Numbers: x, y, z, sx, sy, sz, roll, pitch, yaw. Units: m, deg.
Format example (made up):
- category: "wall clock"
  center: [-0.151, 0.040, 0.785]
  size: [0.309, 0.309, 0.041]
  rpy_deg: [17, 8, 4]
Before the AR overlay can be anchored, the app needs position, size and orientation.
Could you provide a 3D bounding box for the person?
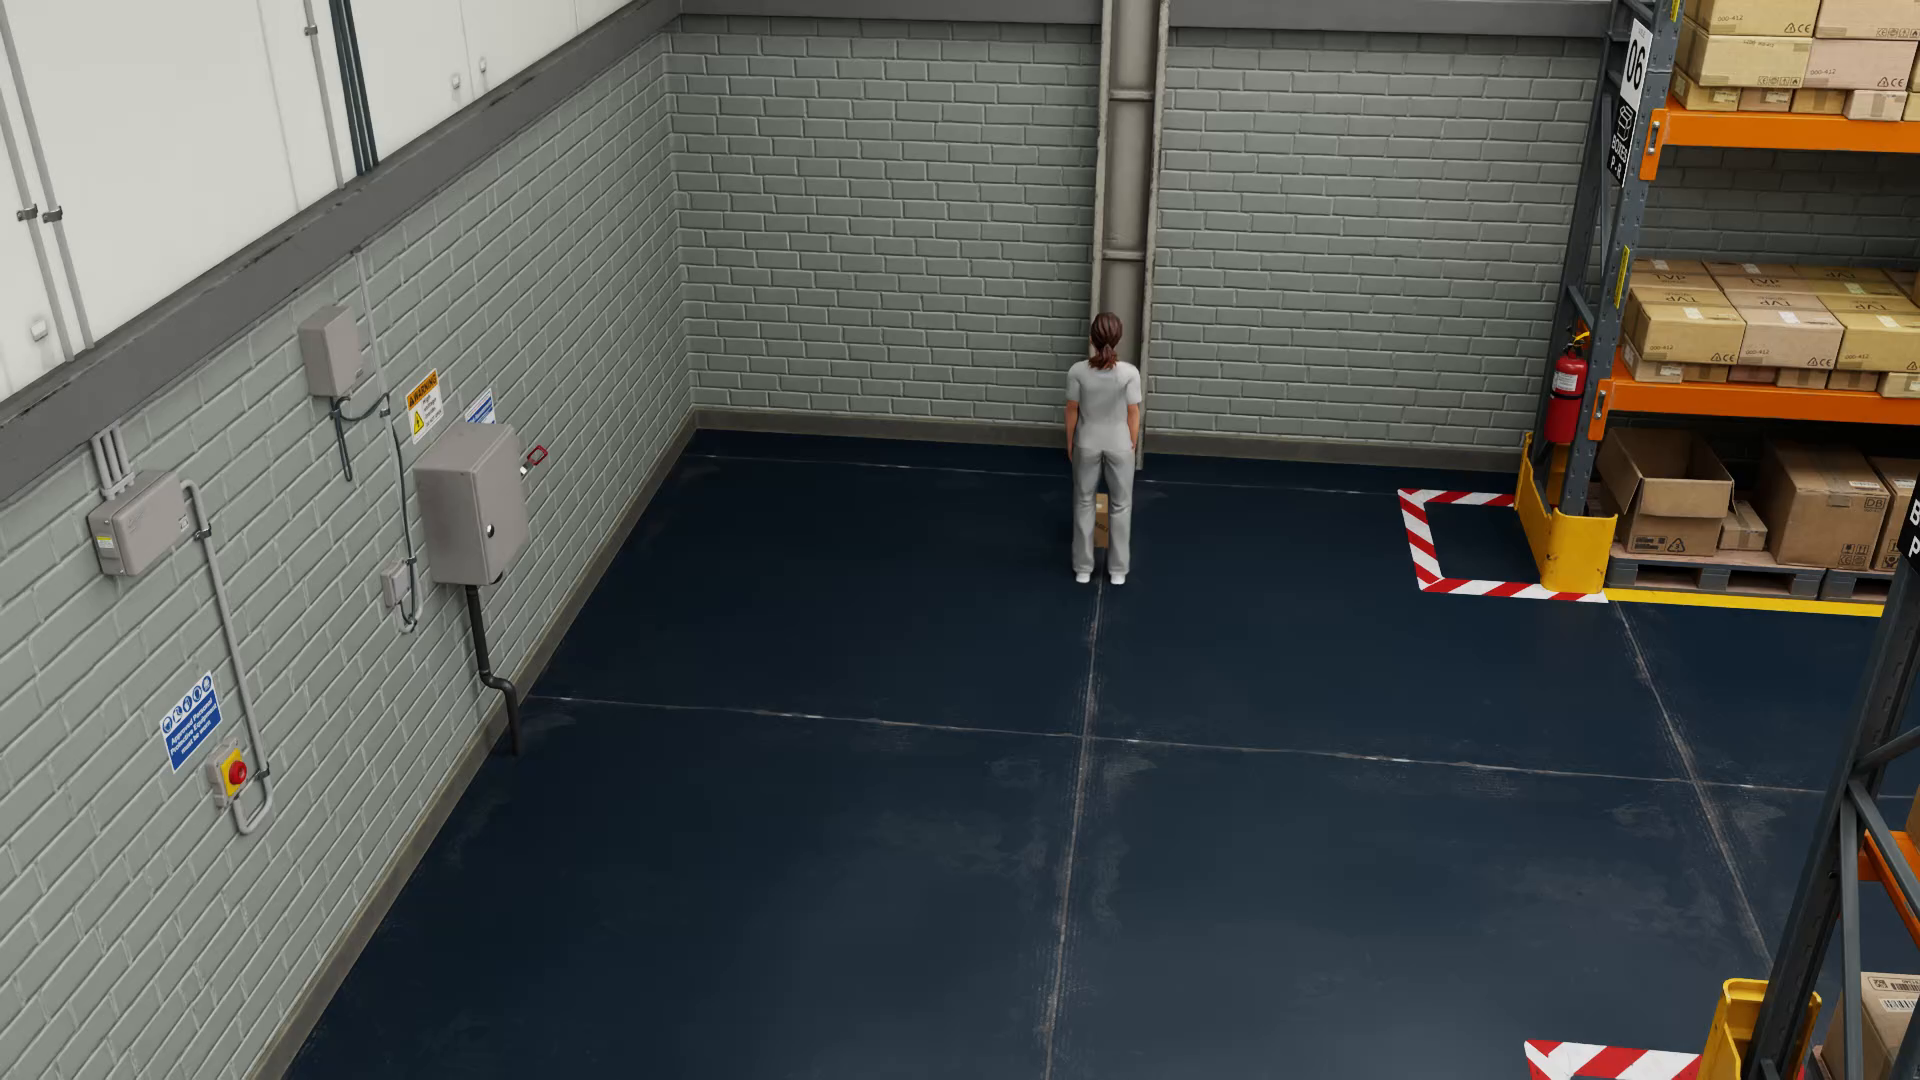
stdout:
- category: "person"
  center: [0.814, -0.523, 9.592]
  size: [0.437, 1.673, 0.378]
  rpy_deg: [4, 29, 7]
